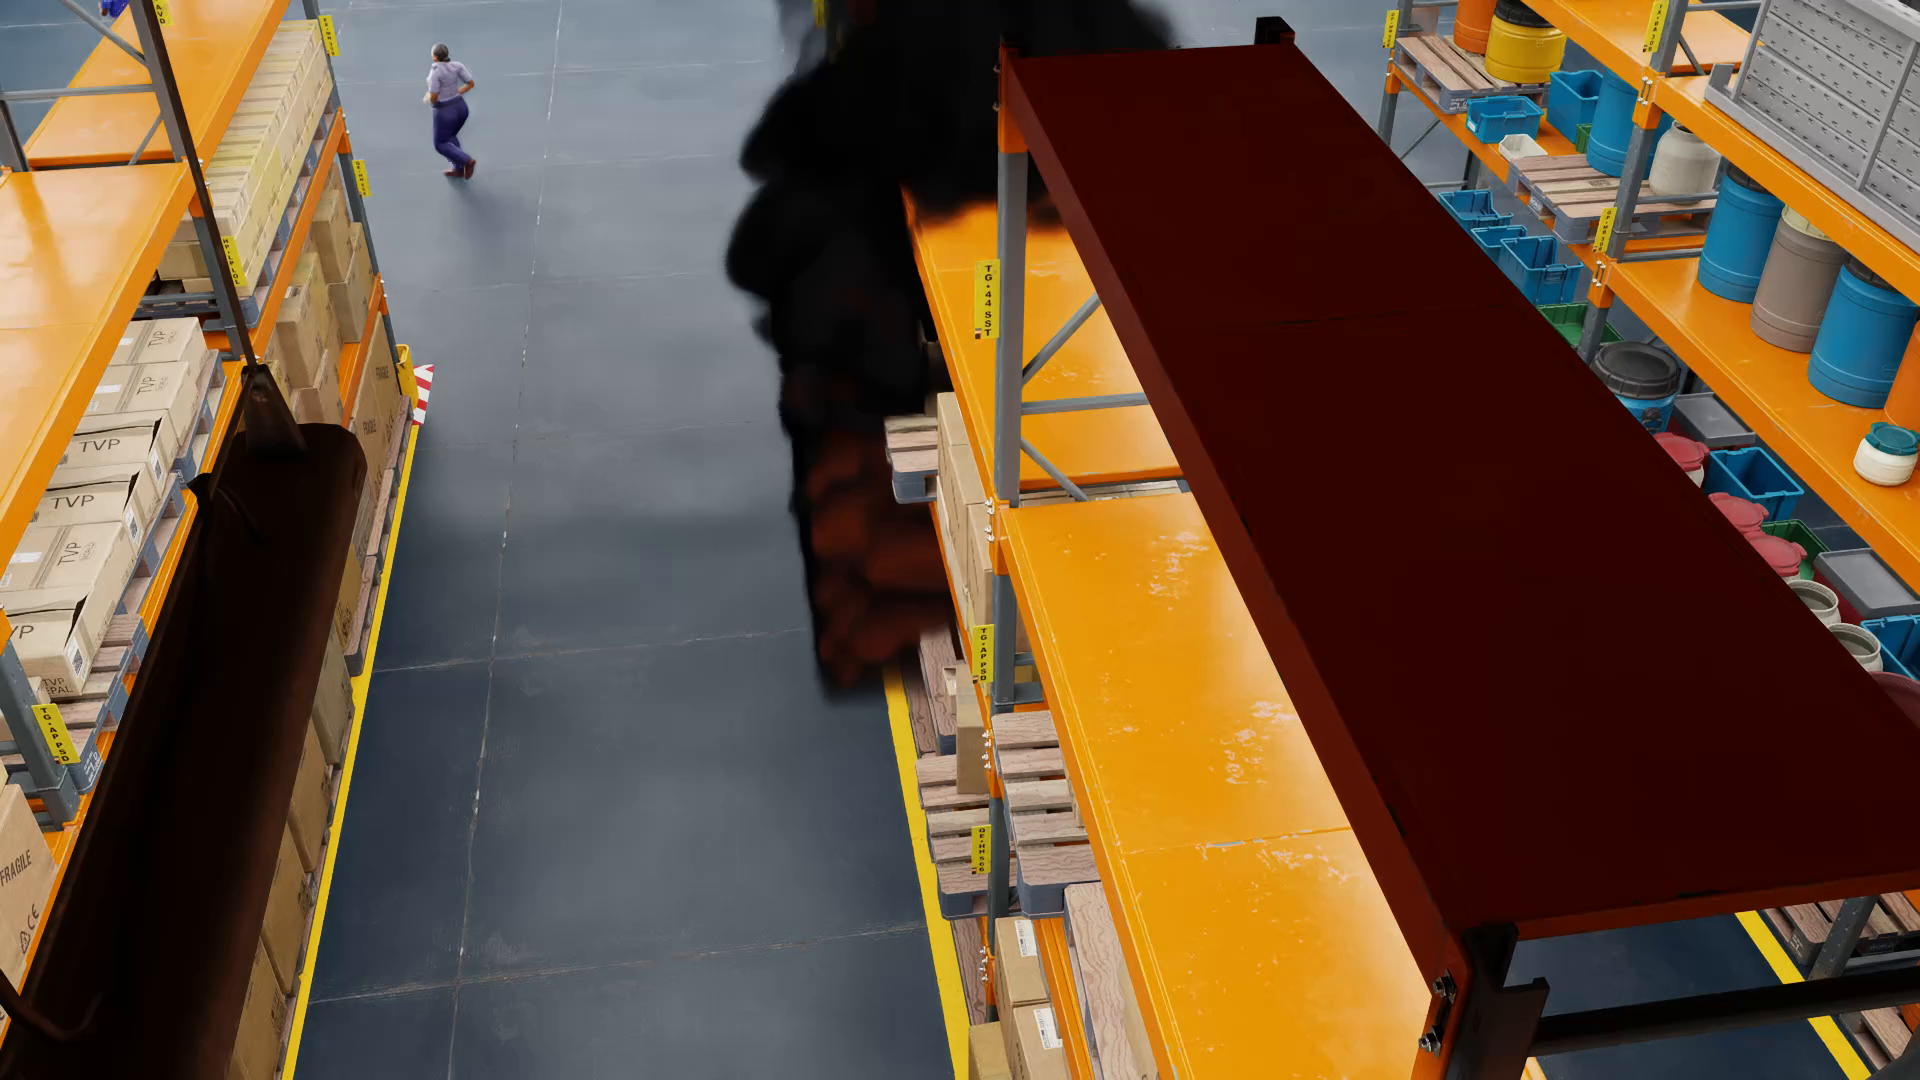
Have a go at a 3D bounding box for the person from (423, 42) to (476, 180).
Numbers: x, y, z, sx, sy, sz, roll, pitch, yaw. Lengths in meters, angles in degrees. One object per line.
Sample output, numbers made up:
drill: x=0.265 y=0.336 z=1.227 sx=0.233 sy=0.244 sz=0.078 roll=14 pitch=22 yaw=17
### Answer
person: x=-5.684 y=-4.788 z=18.624 sx=0.652 sy=1.597 sz=0.611 roll=20 pitch=41 yaw=24

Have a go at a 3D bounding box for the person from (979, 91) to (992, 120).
person: x=0.113 y=-4.482 z=18.177 sx=0.752 sy=1.628 sz=0.586 roll=14 pitch=39 yaw=18

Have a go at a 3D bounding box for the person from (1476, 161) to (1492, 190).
person: x=5.958 y=-4.624 z=18.376 sx=0.558 sy=1.661 sz=0.564 roll=10 pitch=38 yaw=14

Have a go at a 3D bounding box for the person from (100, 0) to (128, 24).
person: x=-10.277 y=-6.279 z=20.610 sx=0.743 sy=1.708 sz=0.570 roll=20 pitch=41 yaw=25
